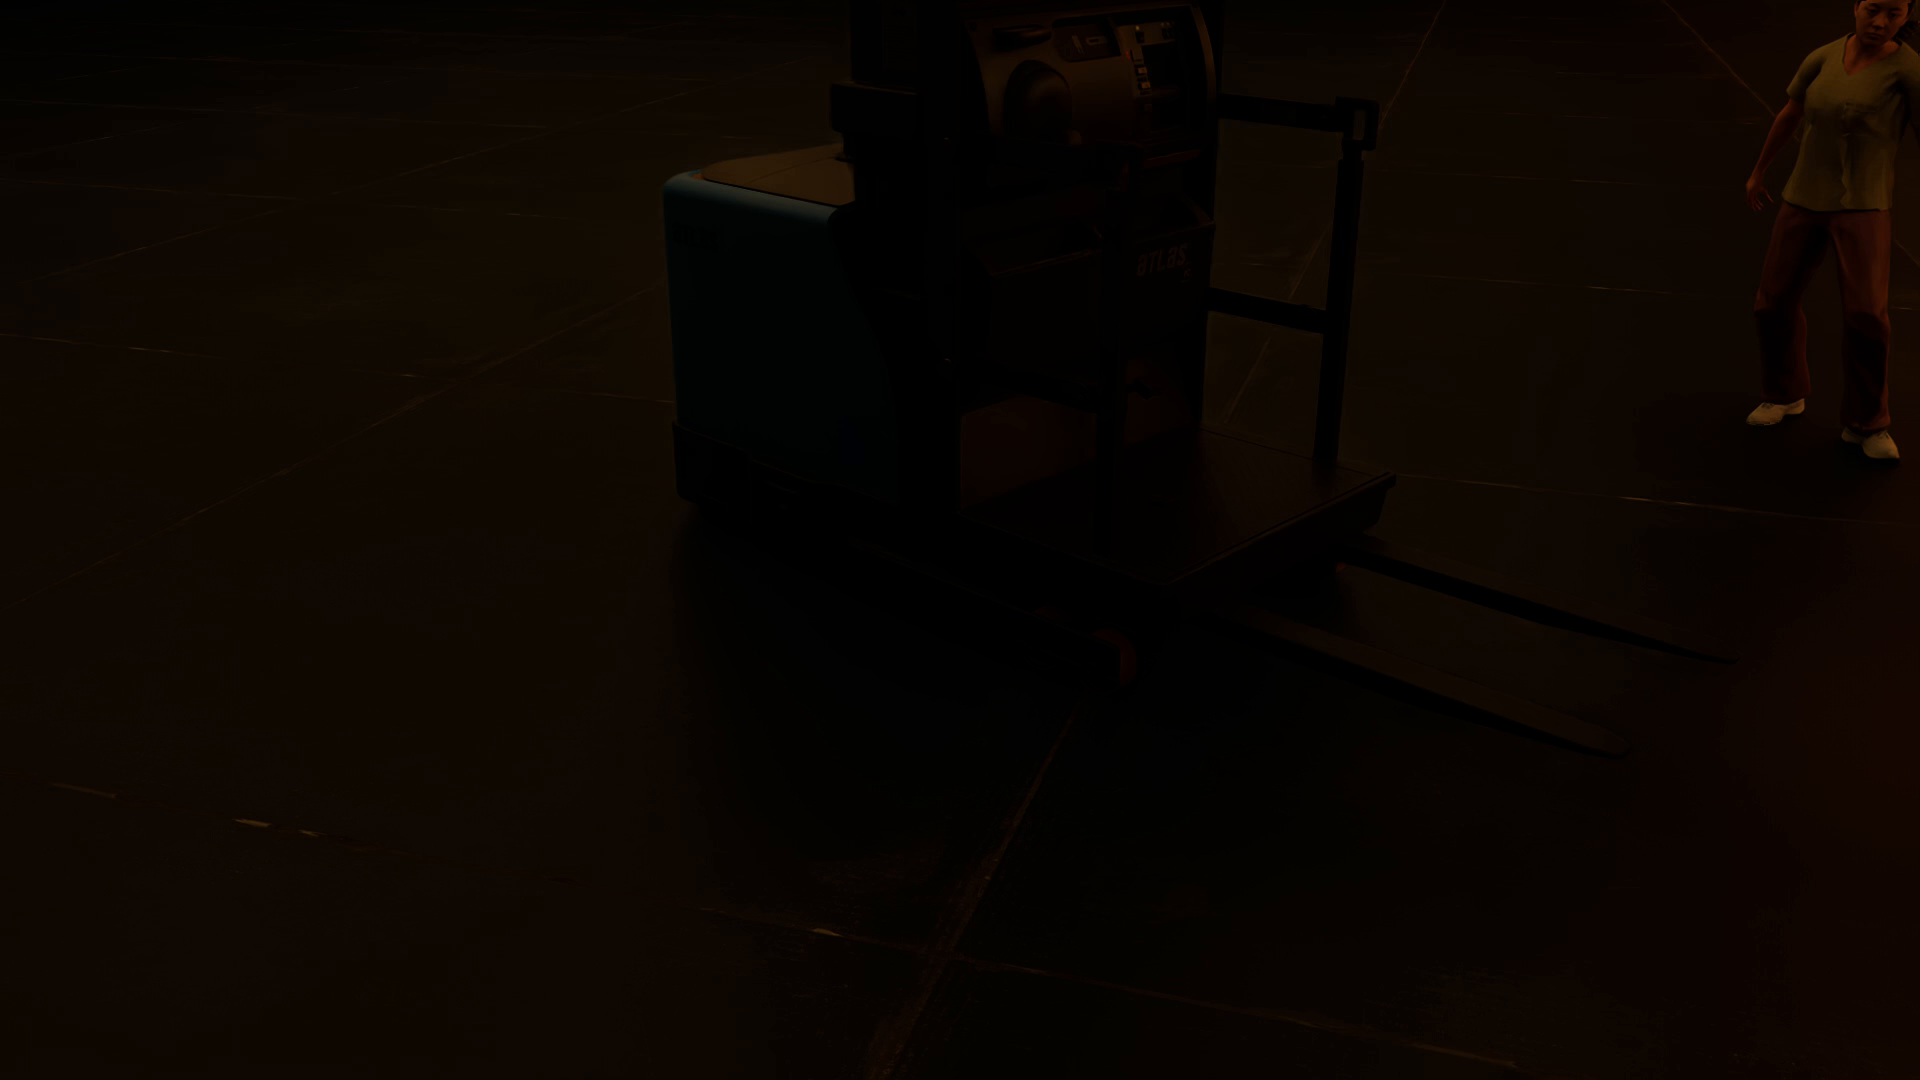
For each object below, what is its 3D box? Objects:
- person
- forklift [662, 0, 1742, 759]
[{"bbox_3d":[3.093,-1.149,5.799,0.403,1.643,0.808,-15,27,-32],"label":"person"},{"bbox_3d":[0.508,-1.190,4.162,3.031,2.935,1.130,20,30,40],"label":"forklift"}]
